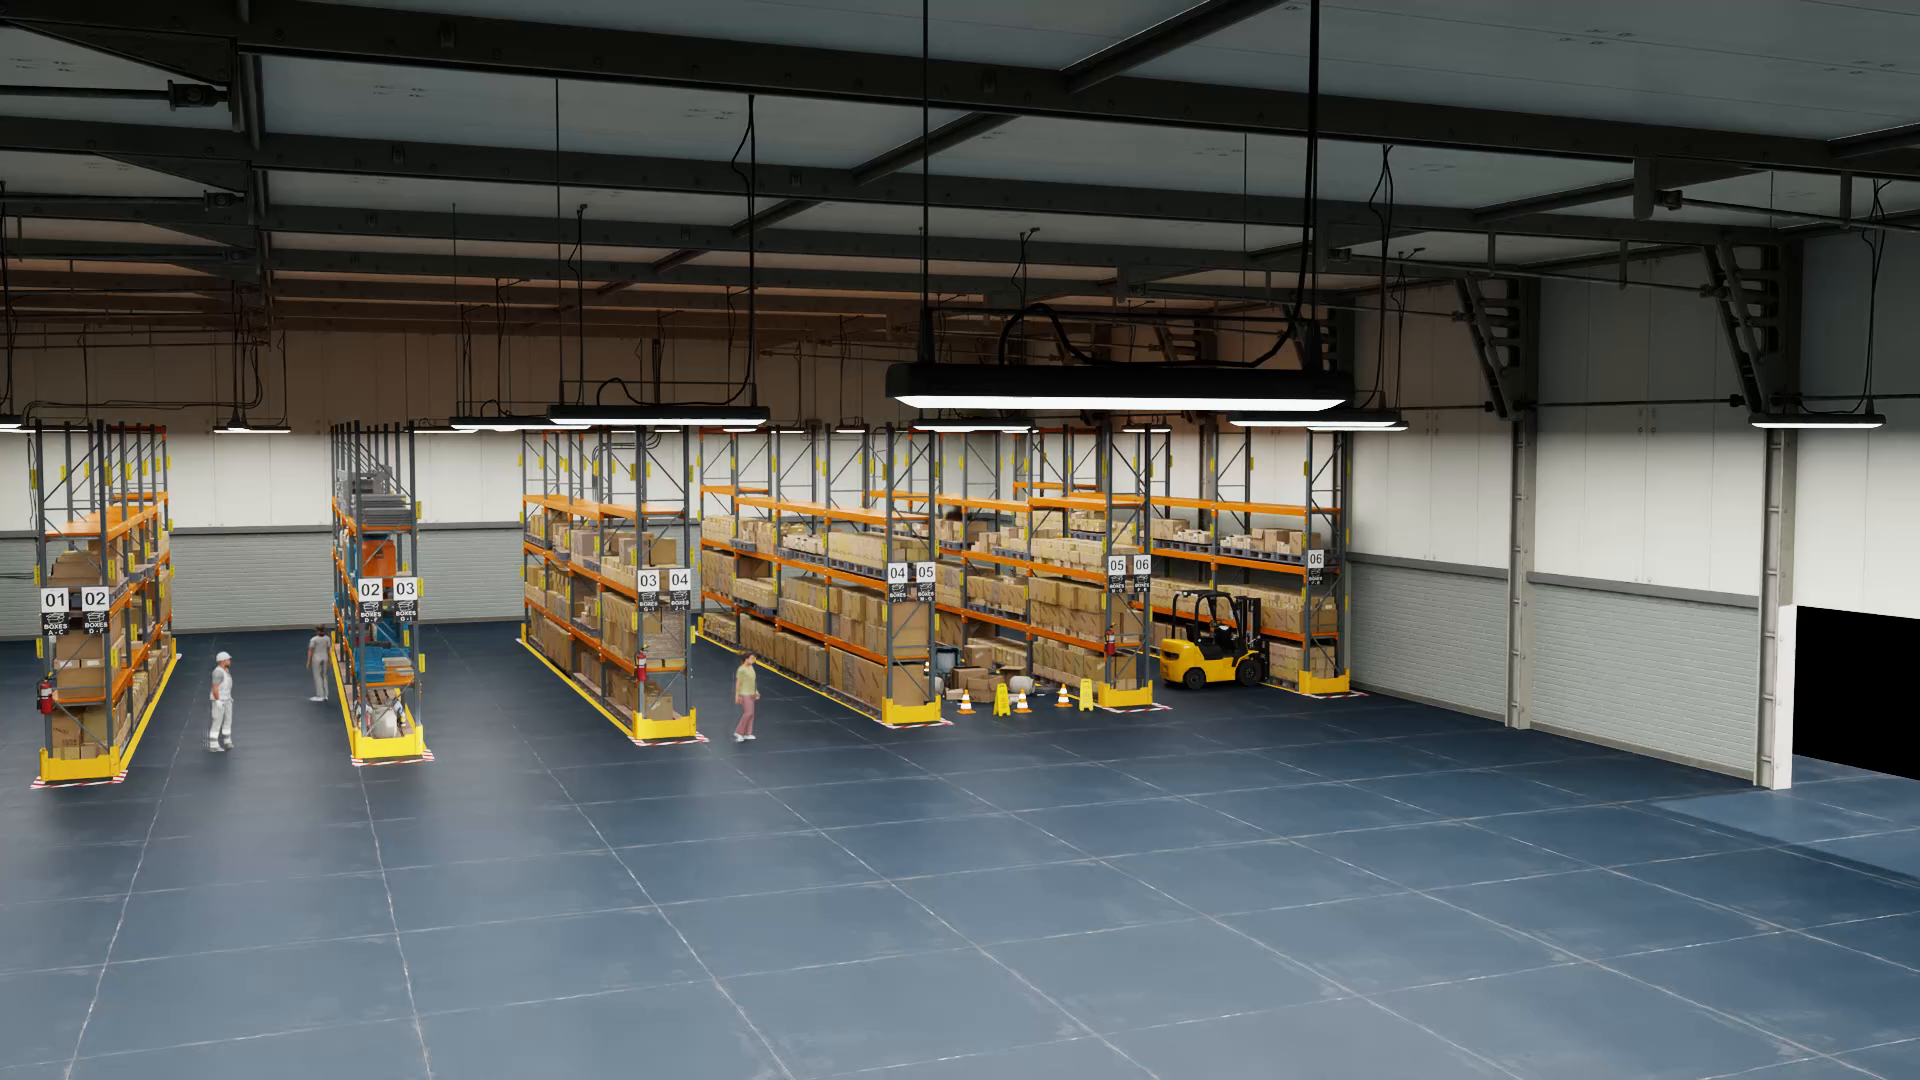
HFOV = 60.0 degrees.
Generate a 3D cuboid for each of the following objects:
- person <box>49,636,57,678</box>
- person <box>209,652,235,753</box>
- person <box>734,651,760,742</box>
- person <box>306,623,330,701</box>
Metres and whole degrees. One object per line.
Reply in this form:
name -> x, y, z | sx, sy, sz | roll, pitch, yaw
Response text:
person -> -21.446, 2.450, 39.405 | 0.399, 1.698, 0.565 | 2, 4, 33
person -> -13.444, 2.938, 30.311 | 0.389, 1.802, 0.631 | 0, 4, 3
person -> -4.006, 2.939, 31.362 | 0.379, 1.680, 0.569 | 2, 4, 25
person -> -13.845, 2.653, 35.915 | 0.375, 1.706, 0.538 | 3, 5, 40
